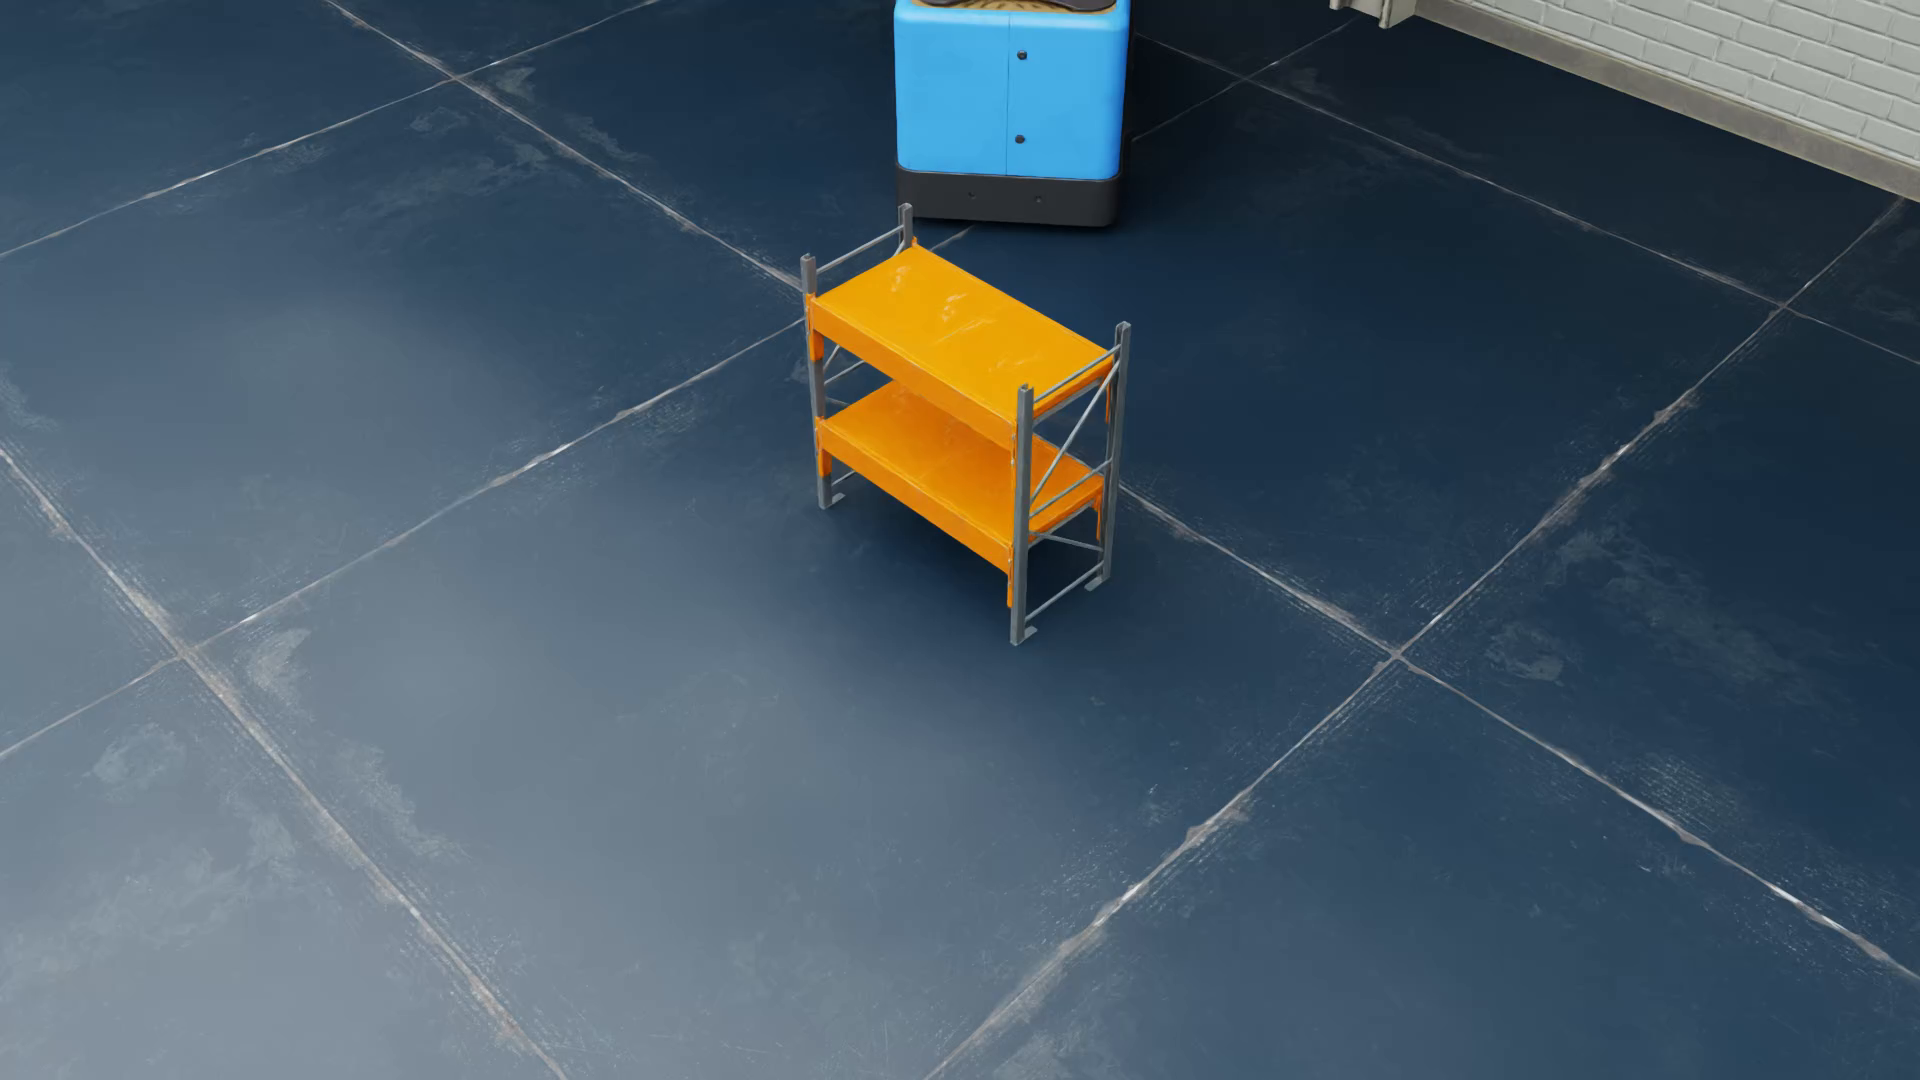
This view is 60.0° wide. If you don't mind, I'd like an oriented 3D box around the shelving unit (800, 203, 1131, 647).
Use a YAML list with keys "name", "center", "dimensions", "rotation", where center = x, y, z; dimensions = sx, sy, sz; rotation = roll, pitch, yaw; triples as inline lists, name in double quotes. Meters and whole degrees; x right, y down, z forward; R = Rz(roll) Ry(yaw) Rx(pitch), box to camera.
- name: "shelving unit"
  center: [0.005, -0.410, 5.865]
  dimensions: [0.538, 1.125, 1.048]
  rotation: [-34, 53, -31]

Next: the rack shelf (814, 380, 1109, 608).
- name: "rack shelf"
  center: [0.005, -0.230, 6.031]
  dimensions: [0.538, 0.278, 1.000]
  rotation: [-34, 53, -31]

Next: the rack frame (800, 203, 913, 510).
- name: "rack frame"
  center: [-0.354, -0.654, 6.129]
  dimensions: [0.500, 1.125, 0.032]
  rotation: [-34, 53, -31]

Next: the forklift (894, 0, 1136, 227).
- name: "forklift"
  center: [0.360, -3.528, 7.909]
  dimensions: [1.130, 2.935, 3.031]
  rotation: [4, 43, 4]

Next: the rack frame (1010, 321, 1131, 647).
- name: "rack frame"
  center: [0.364, -0.166, 5.600]
  dimensions: [0.500, 1.125, 0.032]
  rotation: [-34, 53, -31]

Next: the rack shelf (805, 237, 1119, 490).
- name: "rack shelf"
  center: [0.005, -0.625, 5.666]
  dimensions: [0.538, 0.278, 1.000]
  rotation: [-34, 53, -31]

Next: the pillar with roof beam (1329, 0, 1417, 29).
- name: "pillar with roof beam"
  center: [-0.679, -4.285, 4.257]
  dimensions: [9.100, 9.000, 0.400]
  rotation: [-34, 53, -31]
